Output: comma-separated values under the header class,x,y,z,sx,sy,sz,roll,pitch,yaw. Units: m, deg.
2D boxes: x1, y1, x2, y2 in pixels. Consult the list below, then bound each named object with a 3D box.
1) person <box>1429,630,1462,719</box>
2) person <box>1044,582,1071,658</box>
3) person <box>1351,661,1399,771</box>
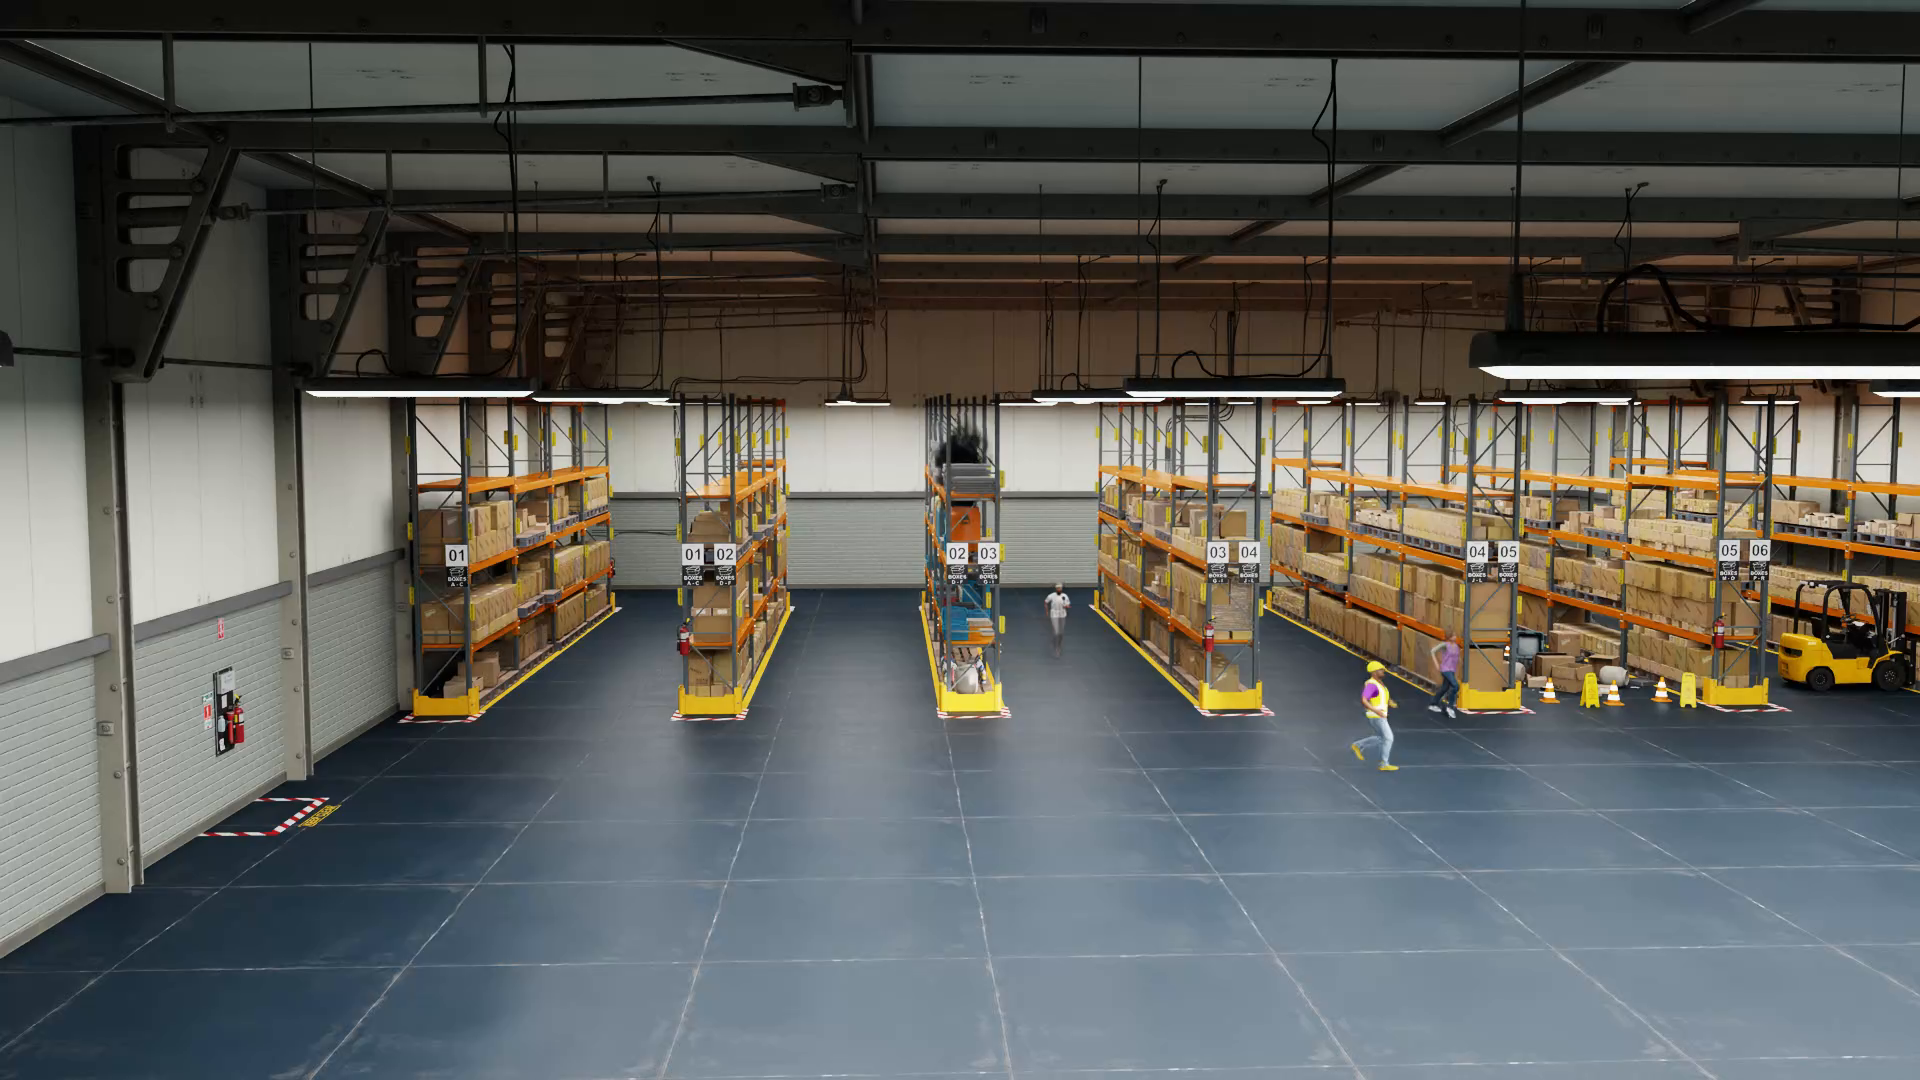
class,x,y,z,sx,sy,sz,roll,pitch,yaw
person,9.079,2.524,31.045,0.648,1.511,0.546,4,6,44
person,2.267,1.834,38.520,0.549,1.755,0.781,-1,5,-14
person,6.573,2.782,26.341,0.770,1.726,0.709,2,5,24
